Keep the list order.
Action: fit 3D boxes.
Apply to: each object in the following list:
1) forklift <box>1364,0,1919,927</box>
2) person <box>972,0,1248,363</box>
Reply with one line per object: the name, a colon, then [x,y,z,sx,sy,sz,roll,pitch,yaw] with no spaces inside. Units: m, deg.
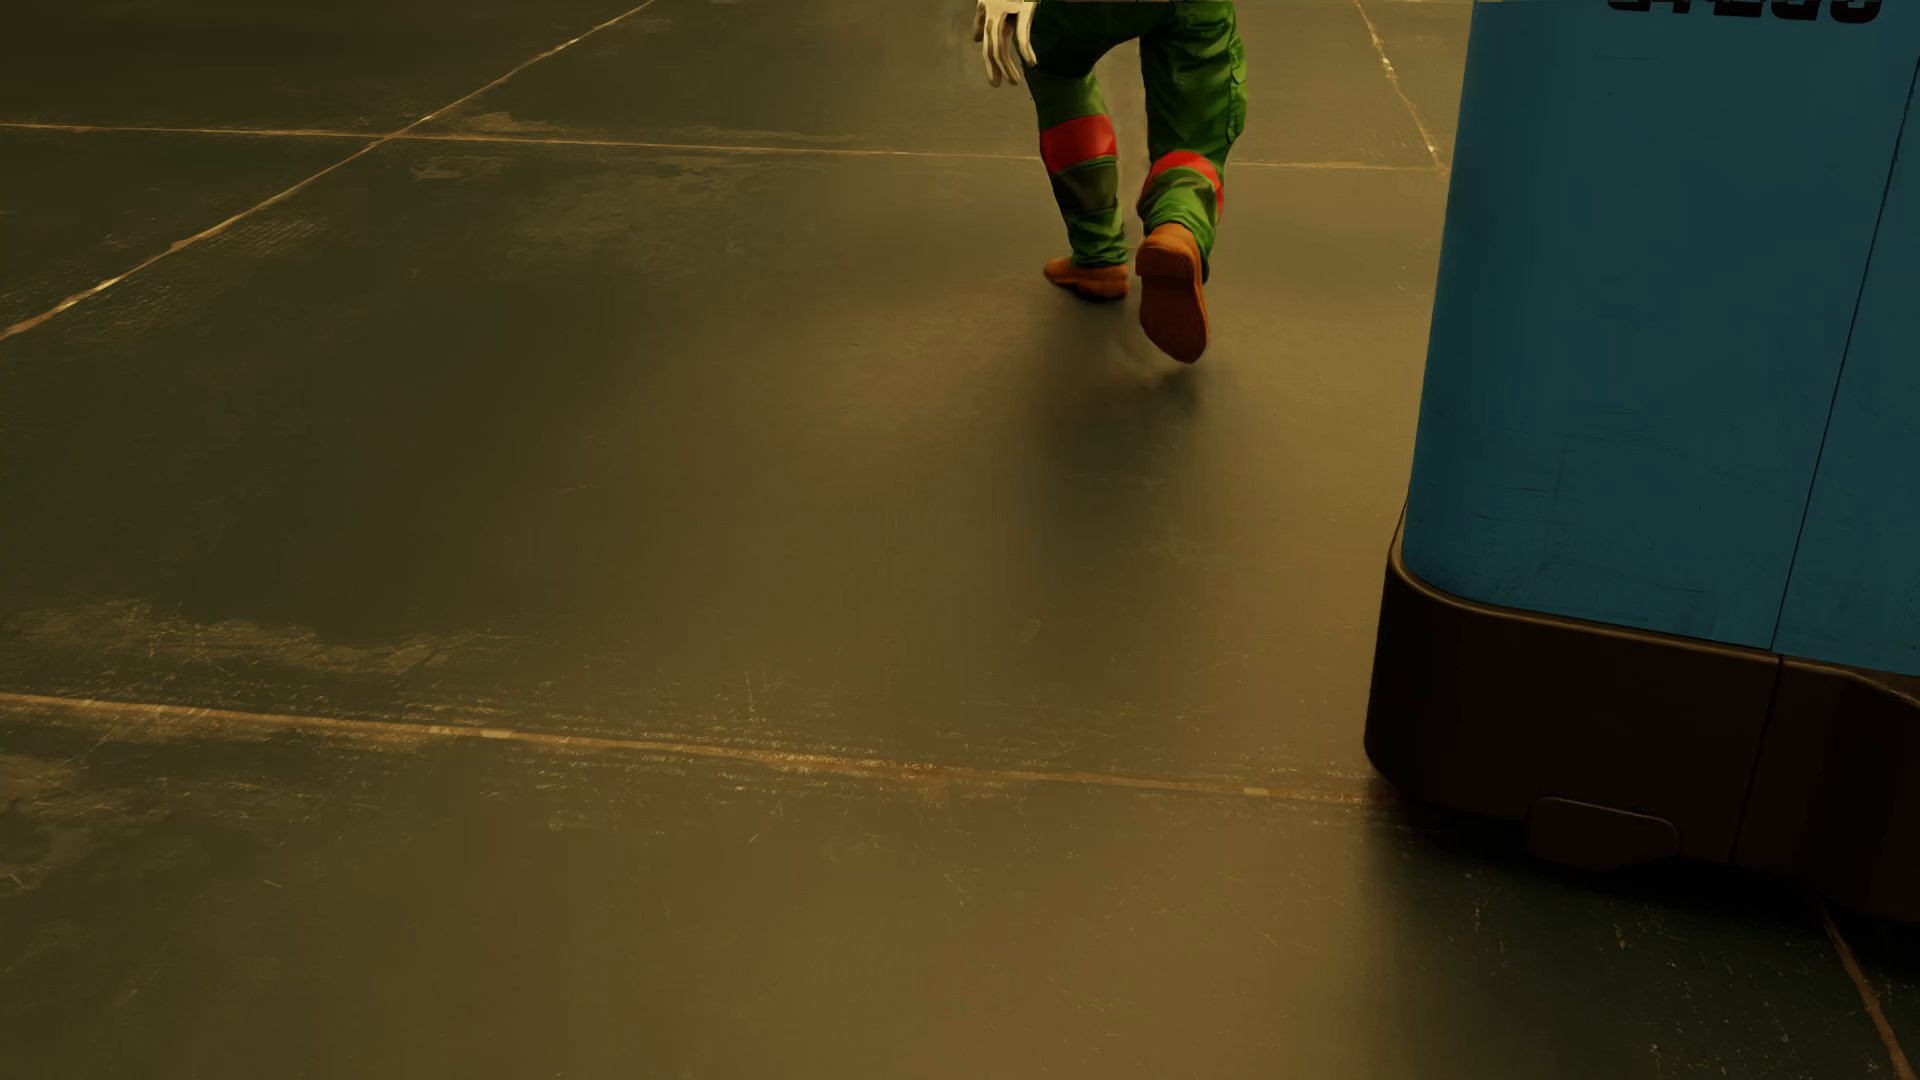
forklift: [2.024,-0.954,1.130,3.031,2.935,1.130,10,28,19]
person: [0.256,-1.113,3.066,0.663,1.548,0.931,-10,28,-19]
